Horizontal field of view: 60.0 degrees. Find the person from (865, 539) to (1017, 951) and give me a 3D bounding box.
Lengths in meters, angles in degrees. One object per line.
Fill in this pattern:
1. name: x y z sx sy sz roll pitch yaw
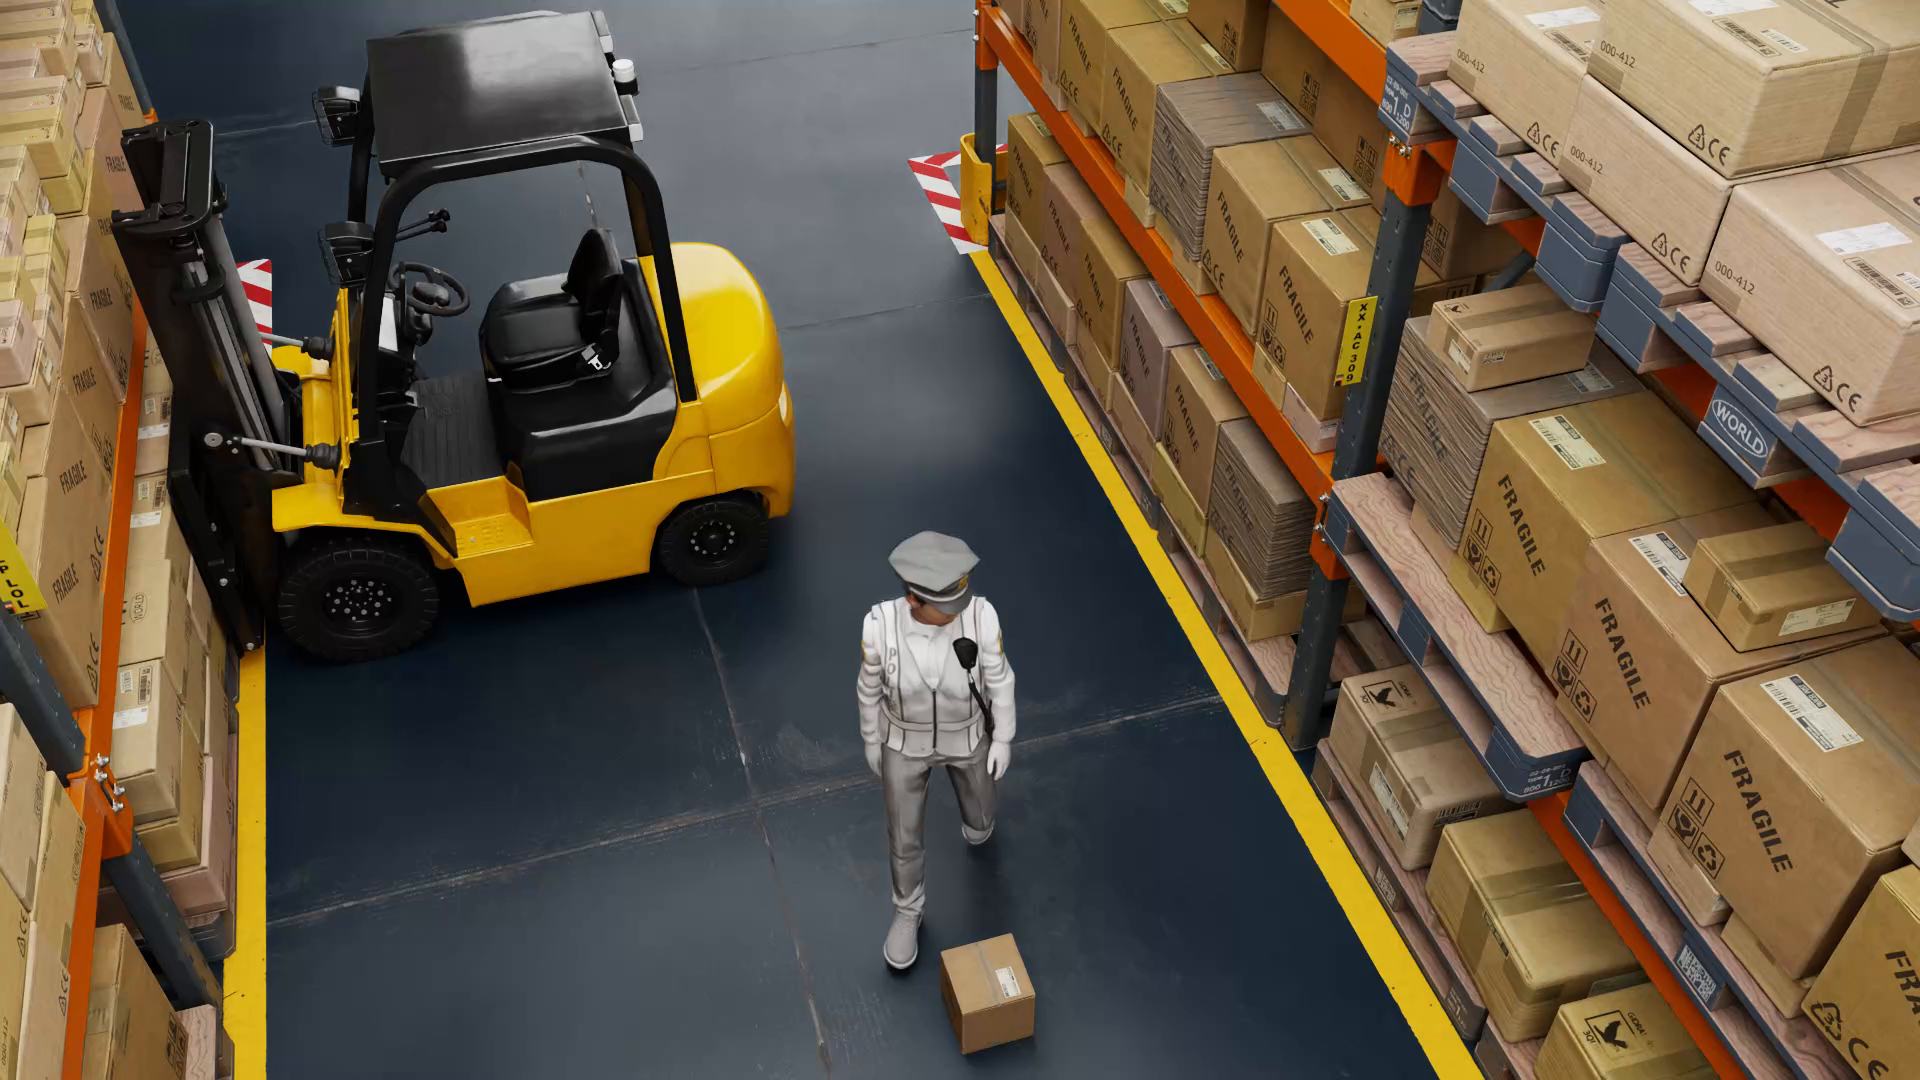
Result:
1. person: -0.040 0.704 5.378 0.499 1.687 0.378 -12 44 -12
